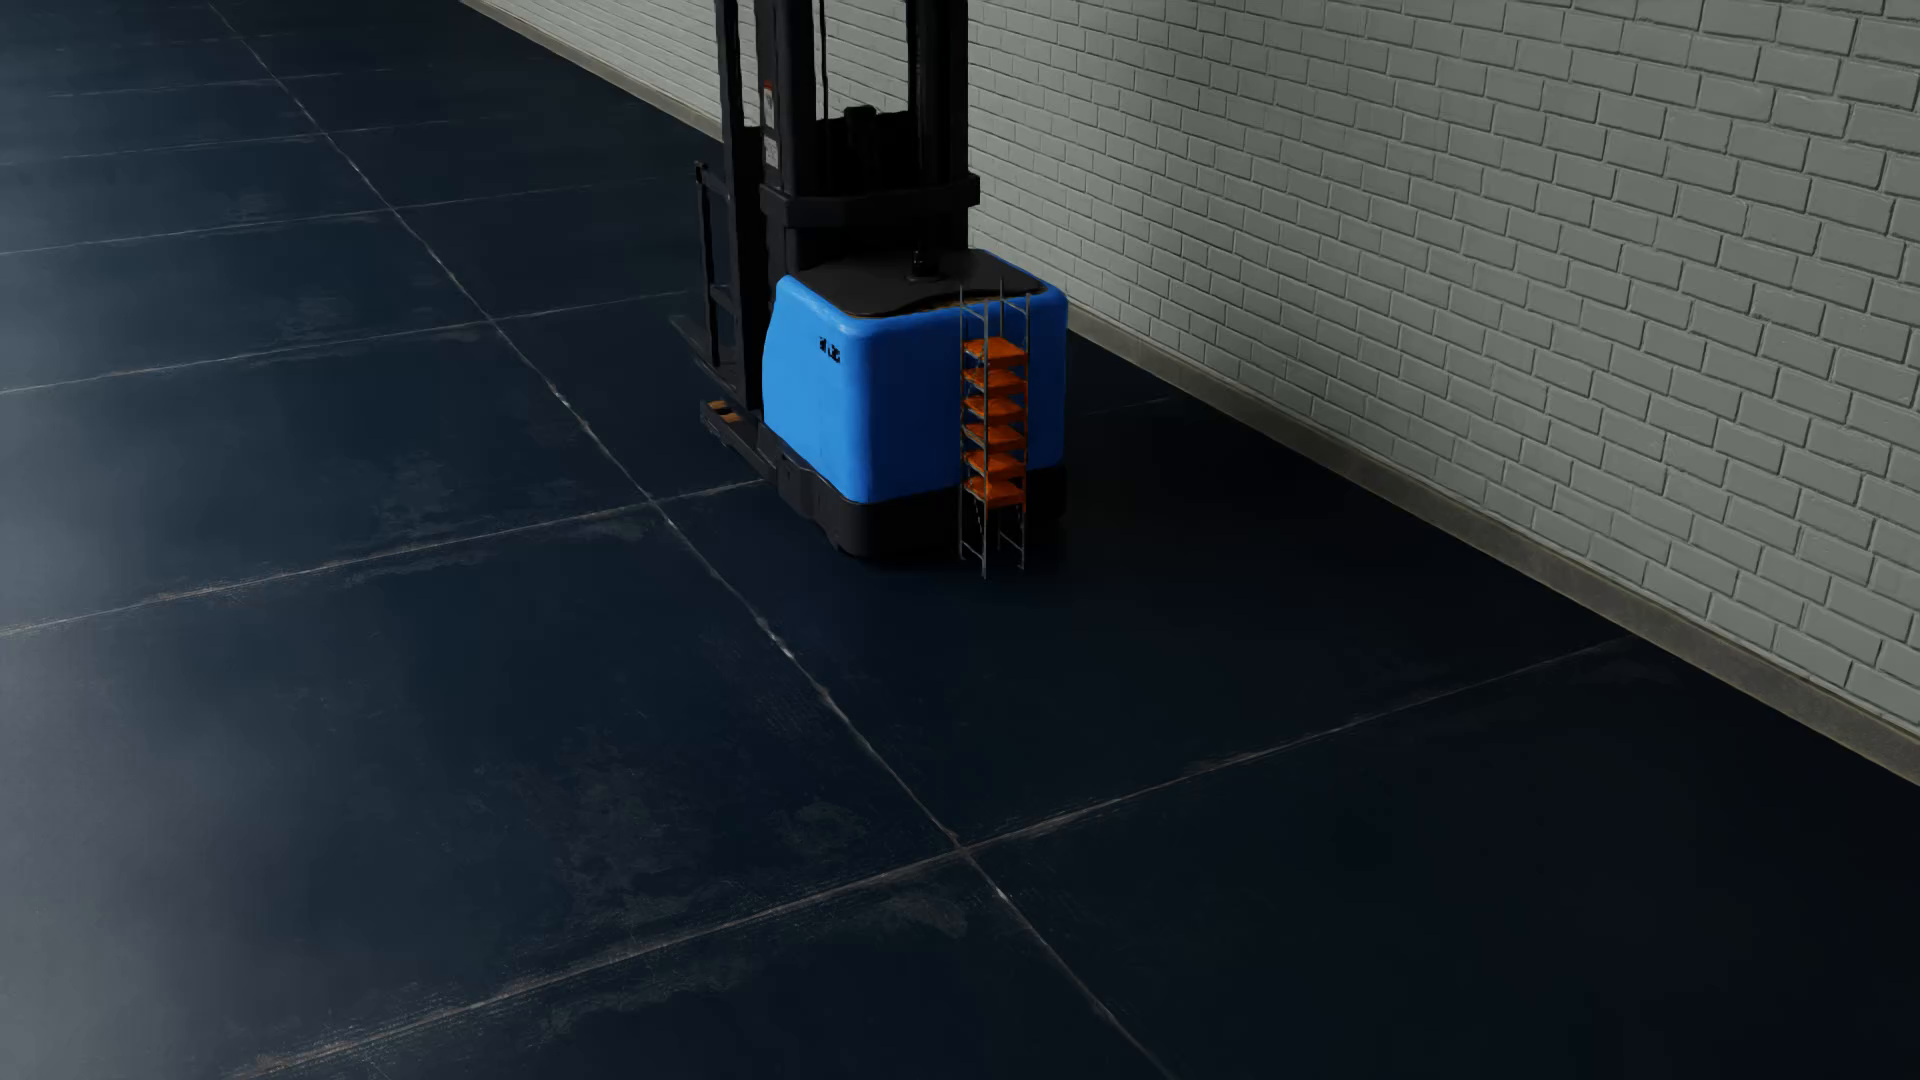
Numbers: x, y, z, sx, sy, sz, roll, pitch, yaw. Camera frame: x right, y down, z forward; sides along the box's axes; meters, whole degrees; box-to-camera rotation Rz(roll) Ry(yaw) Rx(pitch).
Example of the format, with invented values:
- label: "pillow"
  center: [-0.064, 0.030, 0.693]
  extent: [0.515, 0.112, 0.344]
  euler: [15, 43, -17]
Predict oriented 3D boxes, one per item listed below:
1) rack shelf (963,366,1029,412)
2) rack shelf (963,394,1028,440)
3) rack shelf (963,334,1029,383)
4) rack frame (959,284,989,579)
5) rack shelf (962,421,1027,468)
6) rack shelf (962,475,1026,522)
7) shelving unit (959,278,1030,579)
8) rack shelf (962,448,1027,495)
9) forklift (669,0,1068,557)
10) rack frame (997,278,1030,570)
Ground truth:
- label: "rack shelf"
  center: [0.135, -0.618, 6.680]
  extent: [0.180, 0.103, 0.258]
  euler: [-12, 28, -24]
- label: "rack shelf"
  center: [0.135, -0.509, 6.733]
  extent: [0.180, 0.103, 0.258]
  euler: [-12, 28, -24]
- label: "rack shelf"
  center: [0.135, -0.726, 6.628]
  extent: [0.180, 0.103, 0.258]
  euler: [-12, 28, -24]
- label: "rack frame"
  center: [0.053, -0.424, 6.728]
  extent: [0.006, 1.200, 0.240]
  euler: [-12, 28, -24]
- label: "rack shelf"
  center: [0.134, -0.401, 6.785]
  extent: [0.180, 0.103, 0.258]
  euler: [-12, 28, -24]
- label: "rack shelf"
  center: [0.134, -0.185, 6.889]
  extent: [0.180, 0.103, 0.258]
  euler: [-12, 28, -24]
- label: "shelving unit"
  center: [0.134, -0.441, 6.765]
  extent: [0.189, 1.200, 0.258]
  euler: [-12, 28, -24]
- label: "rack shelf"
  center: [0.134, -0.293, 6.837]
  extent: [0.180, 0.103, 0.258]
  euler: [-12, 28, -24]
- label: "forklift"
  center: [-0.649, -1.857, 7.714]
  extent: [1.130, 2.935, 3.031]
  euler: [-12, 28, -24]
- label: "rack frame"
  center: [0.216, -0.459, 6.803]
  extent: [0.006, 1.200, 0.240]
  euler: [-12, 28, -24]
